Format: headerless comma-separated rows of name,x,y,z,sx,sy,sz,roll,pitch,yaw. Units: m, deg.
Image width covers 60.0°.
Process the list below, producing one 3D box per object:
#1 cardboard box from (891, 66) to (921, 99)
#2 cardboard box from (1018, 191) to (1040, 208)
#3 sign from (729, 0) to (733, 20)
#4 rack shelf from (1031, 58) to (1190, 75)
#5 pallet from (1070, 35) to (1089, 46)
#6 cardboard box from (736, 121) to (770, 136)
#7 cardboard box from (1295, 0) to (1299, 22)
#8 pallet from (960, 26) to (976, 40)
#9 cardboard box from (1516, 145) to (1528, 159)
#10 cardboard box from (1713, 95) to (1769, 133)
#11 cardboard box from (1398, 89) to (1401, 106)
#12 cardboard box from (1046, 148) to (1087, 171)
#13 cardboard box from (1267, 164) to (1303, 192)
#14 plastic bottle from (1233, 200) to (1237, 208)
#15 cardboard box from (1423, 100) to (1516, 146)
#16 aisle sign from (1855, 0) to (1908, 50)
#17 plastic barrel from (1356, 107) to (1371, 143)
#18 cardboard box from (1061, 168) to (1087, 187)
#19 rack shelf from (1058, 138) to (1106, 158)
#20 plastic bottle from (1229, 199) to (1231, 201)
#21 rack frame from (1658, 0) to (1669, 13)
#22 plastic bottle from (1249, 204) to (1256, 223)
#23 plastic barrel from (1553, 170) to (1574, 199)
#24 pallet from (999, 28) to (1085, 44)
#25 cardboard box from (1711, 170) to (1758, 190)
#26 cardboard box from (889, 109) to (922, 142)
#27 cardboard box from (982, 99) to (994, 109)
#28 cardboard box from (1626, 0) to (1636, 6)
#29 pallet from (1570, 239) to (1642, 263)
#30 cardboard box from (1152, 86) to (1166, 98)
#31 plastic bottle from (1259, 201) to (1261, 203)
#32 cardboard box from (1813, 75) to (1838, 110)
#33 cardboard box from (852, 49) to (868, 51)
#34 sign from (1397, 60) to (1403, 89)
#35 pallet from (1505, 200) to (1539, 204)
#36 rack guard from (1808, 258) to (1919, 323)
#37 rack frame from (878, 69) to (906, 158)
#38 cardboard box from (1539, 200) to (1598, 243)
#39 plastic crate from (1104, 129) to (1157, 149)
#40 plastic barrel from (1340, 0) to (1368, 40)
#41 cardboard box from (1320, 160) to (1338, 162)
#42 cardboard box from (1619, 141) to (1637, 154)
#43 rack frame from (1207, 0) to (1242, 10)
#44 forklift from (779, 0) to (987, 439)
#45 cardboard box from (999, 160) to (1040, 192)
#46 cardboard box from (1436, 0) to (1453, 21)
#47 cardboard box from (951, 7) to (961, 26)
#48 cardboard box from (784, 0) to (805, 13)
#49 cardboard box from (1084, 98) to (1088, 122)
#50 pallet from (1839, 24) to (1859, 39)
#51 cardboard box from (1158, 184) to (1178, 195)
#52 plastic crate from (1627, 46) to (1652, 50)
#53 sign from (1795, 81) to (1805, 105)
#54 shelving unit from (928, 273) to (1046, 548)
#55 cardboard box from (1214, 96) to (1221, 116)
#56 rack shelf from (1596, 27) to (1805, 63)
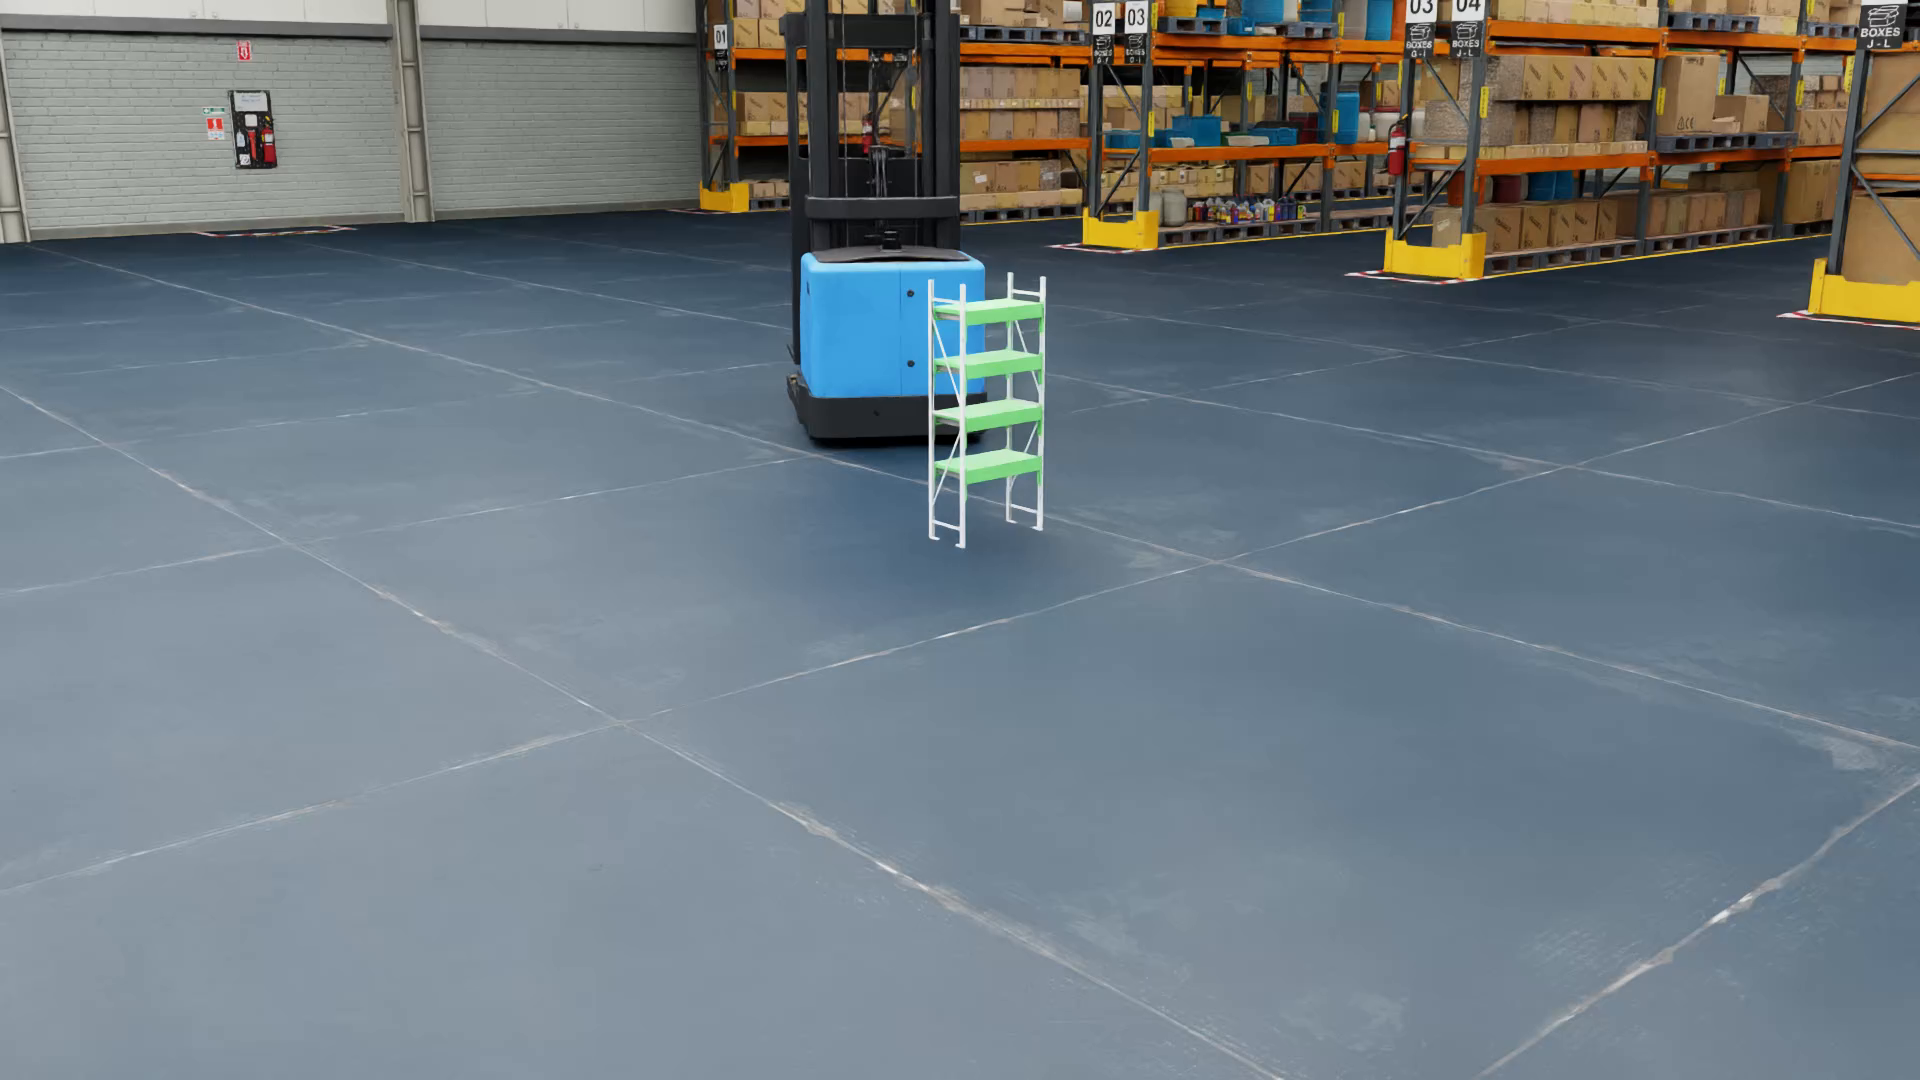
cardboard box,-0.670,-7.215,26.240,0.500,0.500,0.700,-13,19,-39
cardboard box,0.990,-5.715,27.847,0.500,0.250,0.500,-13,19,-39
sign,-3.968,-9.184,28.813,0.005,0.325,0.100,-13,19,-39
rack shelf,3.219,-10.214,35.756,4.000,0.370,1.077,-13,19,-39
pallet,2.604,-8.641,28.843,1.217,0.209,0.805,-14,20,-42
cardboard box,-3.748,-7.376,29.803,0.500,0.250,0.500,-13,20,-41
cardboard box,6.068,-10.035,31.564,0.500,0.500,0.500,-13,19,-39
pallet,-0.520,-7.975,26.154,1.213,0.211,1.003,-13,19,-39
cardboard box,6.376,-4.530,19.383,0.250,0.149,0.380,-13,19,-39
cardboard box,10.728,-5.918,23.086,0.500,0.500,0.700,-9,18,-31
cardboard box,8.911,-9.131,33.990,0.500,0.500,0.500,-13,20,-41
cardboard box,2.351,-8.036,35.376,0.750,0.750,0.750,-13,20,-40
cardboard box,6.269,-7.010,32.171,0.500,0.500,0.500,-13,20,-40
plastic bottle,4.086,-4.941,24.870,0.097,0.271,0.097,0,15,0
cardboard box,5.863,-4.805,19.155,0.500,0.500,0.875,-13,19,-39
aisle sign,8.359,-4.845,15.037,0.004,0.787,0.394,-13,19,-39
plastic barrel,6.062,-6.352,25.454,0.433,0.535,0.433,0,15,0
cardboard box,2.065,-6.402,29.331,0.500,0.311,0.500,-13,19,-39
rack shelf,3.456,-7.123,29.998,4.000,0.370,1.077,-13,19,-39
plastic bottle,4.020,-4.959,24.915,0.133,0.283,0.061,-12,19,-37
rack frame,8.447,-8.101,20.640,0.127,3.000,1.000,-13,19,-39
plastic bottle,4.238,-4.739,24.115,0.097,0.271,0.097,0,15,0
plastic barrel,10.810,-6.622,29.982,0.708,0.901,0.600,-13,19,-39
pallet,1.321,-8.389,27.702,1.213,0.211,1.003,-13,19,-39
cardboard box,10.979,-5.128,23.674,0.500,0.250,0.500,-12,19,-37
cardboard box,-0.710,-6.579,26.374,0.500,0.500,0.700,-13,19,-39
cardboard box,0.337,-7.059,26.914,0.250,0.149,0.380,-13,20,-40
cardboard box,7.998,-6.574,20.254,0.250,0.149,0.380,-14,20,-42
pallet,7.964,-3.735,21.323,1.213,0.211,1.003,-13,19,-39
cardboard box,4.151,-9.801,36.368,0.500,0.250,0.500,-12,19,-38
plastic bottle,4.424,-4.830,24.432,0.133,0.283,0.061,-13,19,-39
cardboard box,12.521,-6.644,24.672,0.637,0.503,0.797,-12,19,-38
cardboard box,-1.916,-9.386,31.031,0.500,0.500,0.500,14,20,42
sign,5.081,-5.349,19.105,0.005,0.325,0.100,-13,19,-39
pallet,9.701,-5.844,29.221,1.213,0.211,1.003,-13,19,-39
rack guard,8.591,-2.331,15.506,0.348,0.500,1.175,-13,19,-39
rack frame,-1.307,-8.096,32.245,0.127,3.000,1.000,-13,19,-39
cardboard box,7.692,-4.039,21.090,0.500,0.500,0.500,-6,16,-22
plastic crate,2.360,-5.560,23.042,0.616,0.251,0.499,-13,19,-39
plastic barrel,5.931,-8.097,25.468,0.600,0.901,0.600,0,15,0
cardboard box,7.458,-7.457,33.847,0.500,0.500,0.500,-14,20,-42
cardboard box,8.283,-4.947,20.945,0.250,0.149,0.380,-13,19,-39
rack frame,4.965,-10.708,30.400,0.127,3.000,1.000,-13,19,-39
forklift,-0.584,-2.341,10.834,1.130,2.935,3.031,-2,15,-9
cardboard box,0.981,-6.080,27.759,0.500,0.500,0.500,-13,19,-39
cardboard box,5.627,-6.033,19.001,0.500,0.250,0.500,-12,19,-38
cardboard box,0.045,-8.471,26.928,0.500,0.311,0.500,-10,18,-33
cardboard box,-3.084,-9.590,29.858,0.500,0.500,0.500,-12,19,-38
cardboard box,2.646,-9.094,35.175,0.500,0.500,0.500,-12,19,-38
pallet,12.757,-7.548,24.747,1.213,0.211,1.003,-12,19,-37
cardboard box,3.574,-6.287,29.989,0.500,0.250,0.500,-12,19,-38
plastic crate,12.348,-9.065,30.316,0.590,0.269,0.497,-13,19,-39
sign,11.828,-6.297,23.423,0.005,0.325,0.100,-13,19,-39
shelving unit,0.125,-0.608,7.700,0.503,1.200,0.258,-13,19,-39
cardboard box,5.702,-9.807,38.071,0.700,0.700,0.980,-13,20,-41
rack shelf,9.956,-6.643,22.389,4.000,0.370,1.077,-13,19,-39
